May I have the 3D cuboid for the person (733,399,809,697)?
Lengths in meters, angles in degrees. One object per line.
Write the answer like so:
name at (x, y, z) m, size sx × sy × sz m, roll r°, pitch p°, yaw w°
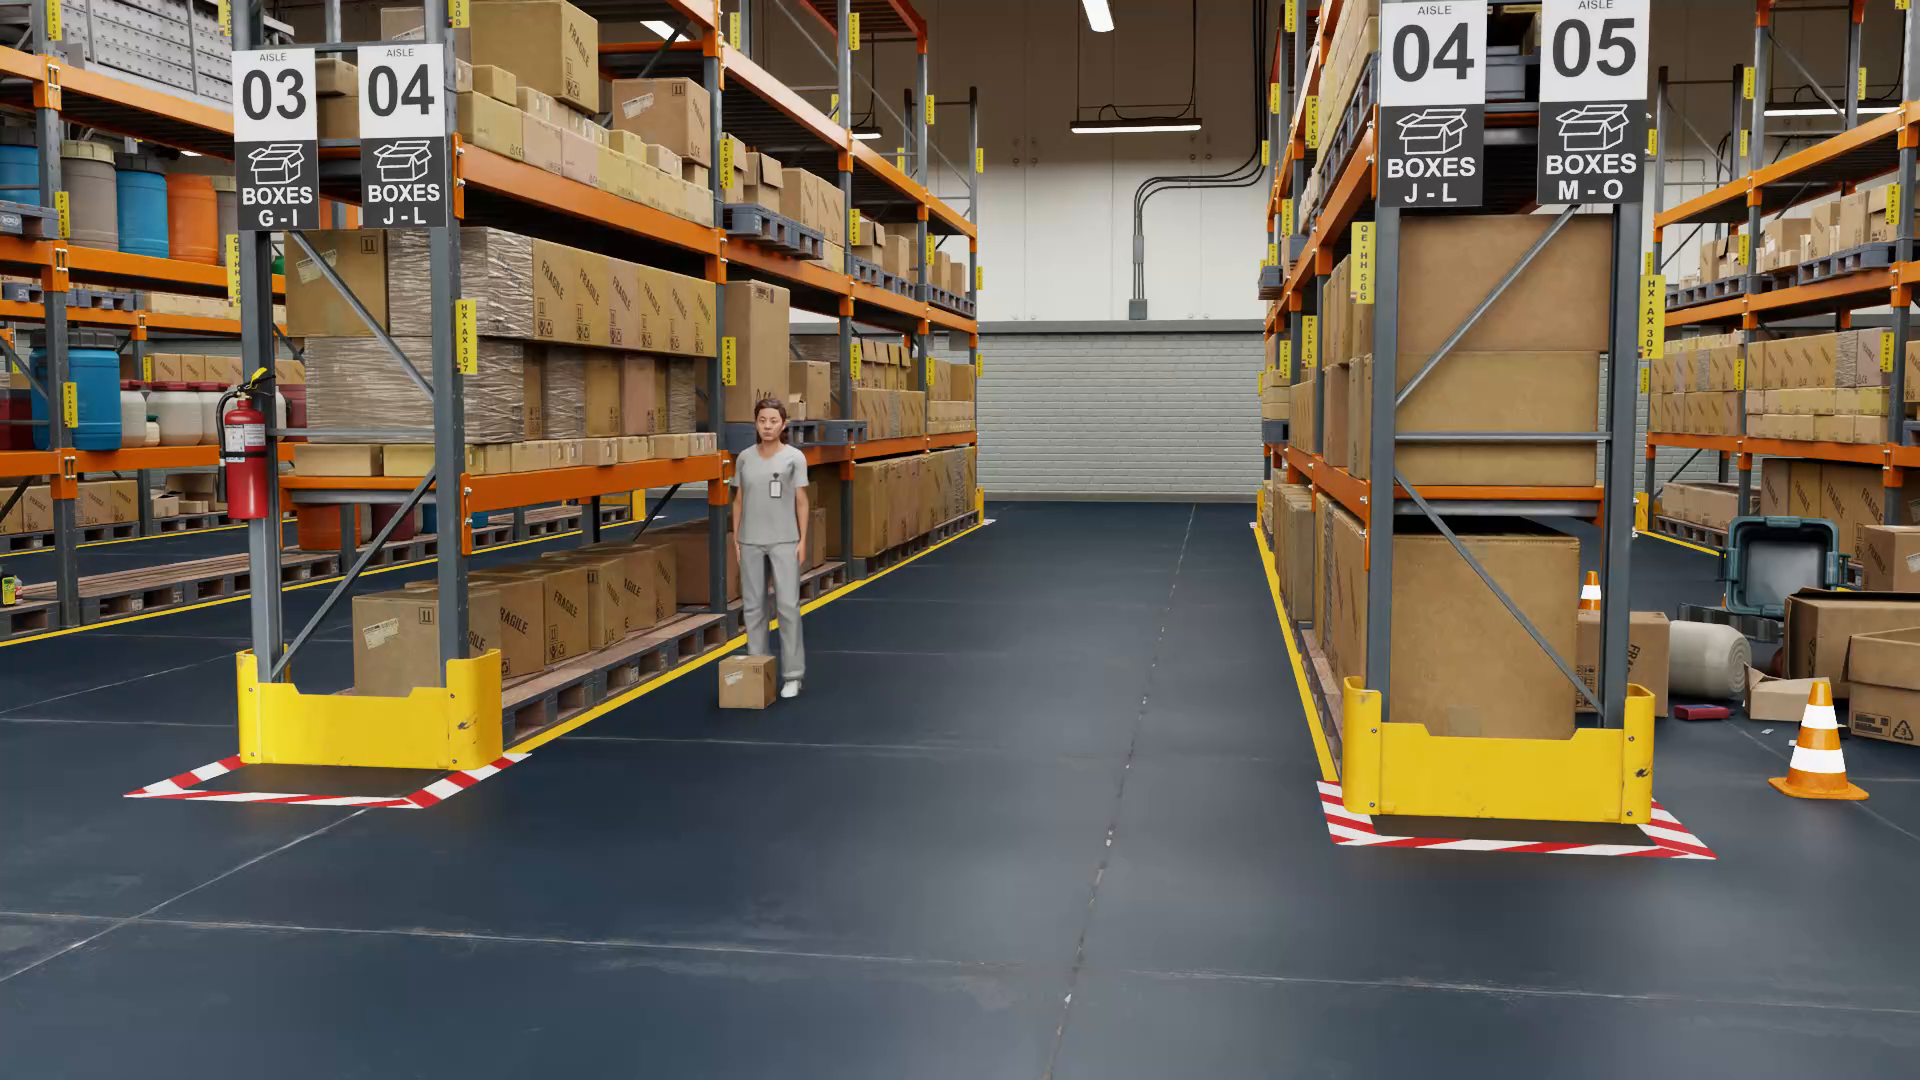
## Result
person at (-1.086, 0.043, 9.487) m, size 0.444 × 1.695 × 0.393 m, roll 1°, pitch 5°, yaw 9°
